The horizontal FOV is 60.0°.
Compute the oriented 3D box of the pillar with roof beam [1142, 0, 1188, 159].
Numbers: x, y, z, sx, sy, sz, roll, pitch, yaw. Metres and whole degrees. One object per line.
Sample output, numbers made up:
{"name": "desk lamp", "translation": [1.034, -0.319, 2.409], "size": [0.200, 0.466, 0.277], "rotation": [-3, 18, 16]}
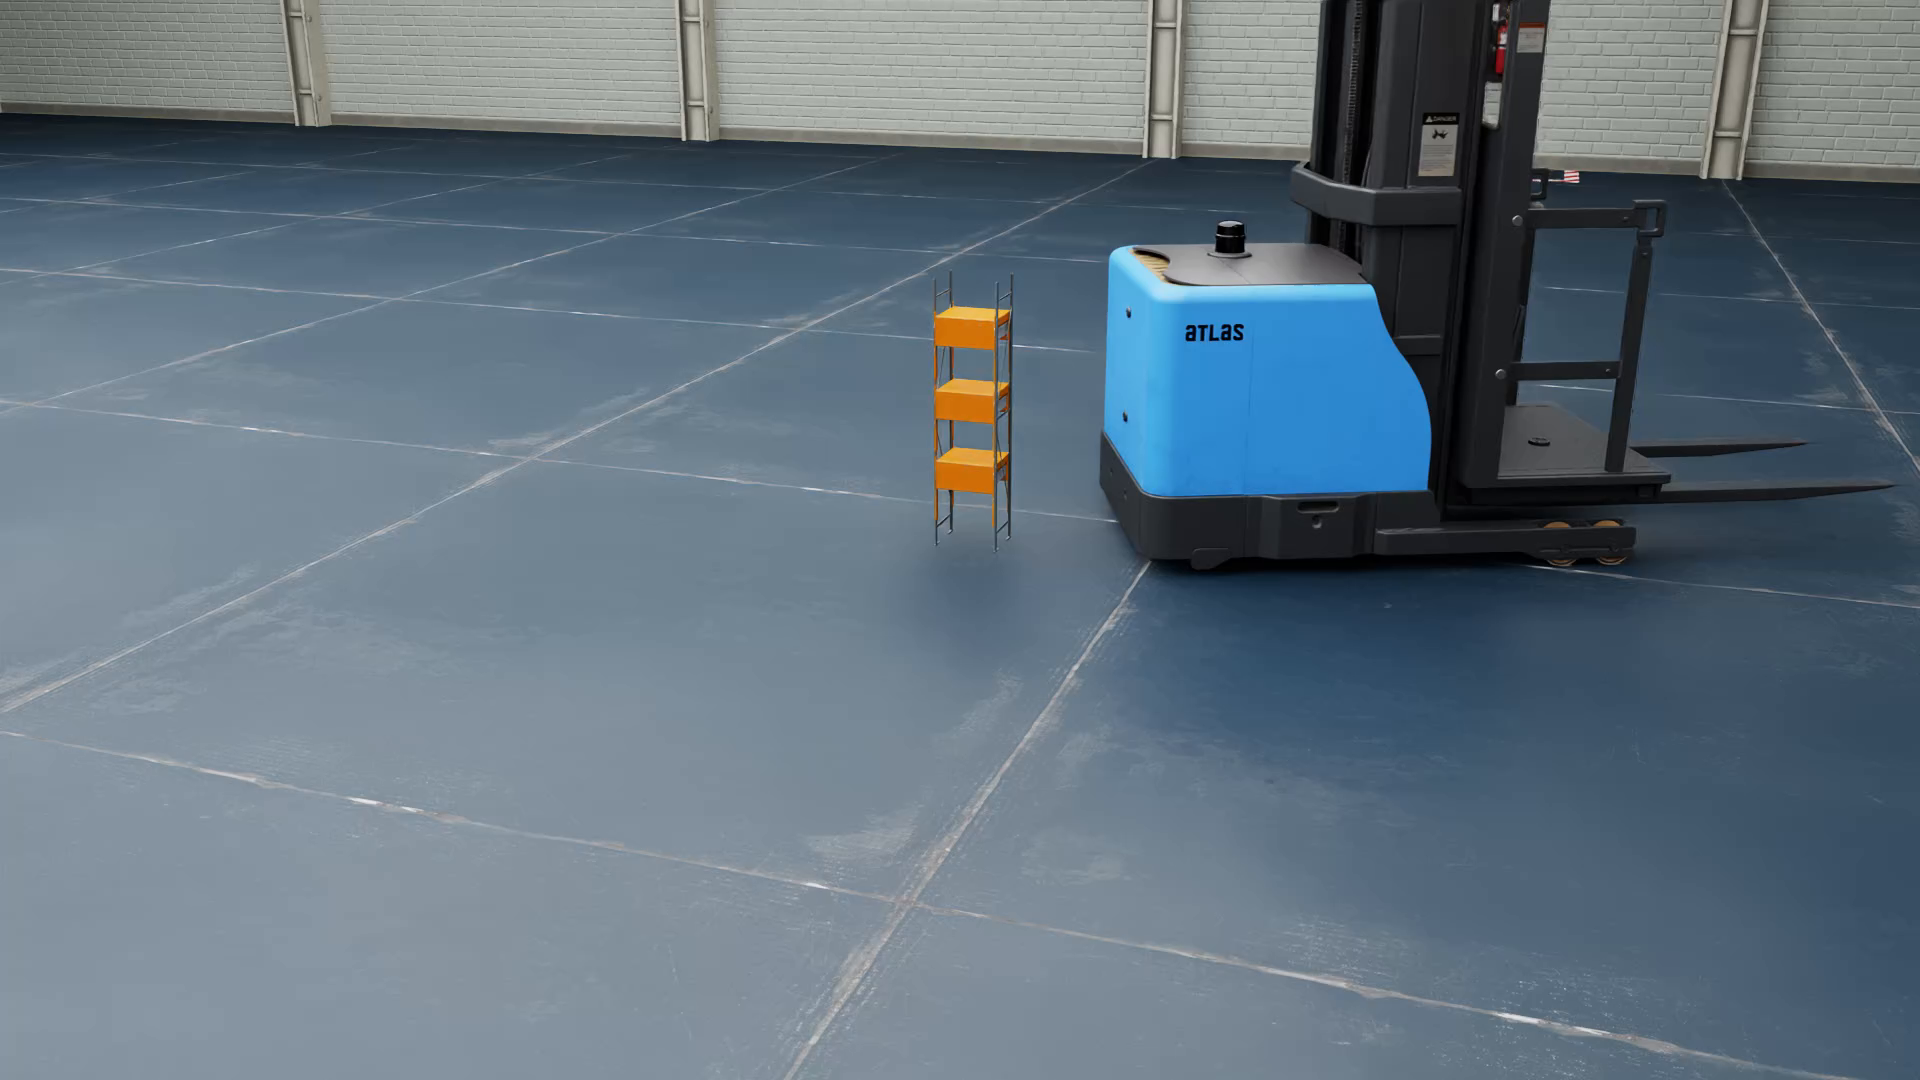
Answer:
{"name": "pillar with roof beam", "translation": [0.944, -7.384, 14.088], "size": [0.400, 9.000, 9.100], "rotation": [7, 20, 18]}

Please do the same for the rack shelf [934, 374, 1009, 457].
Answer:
{"name": "rack shelf", "translation": [0.051, -0.480, 6.390], "size": [0.240, 0.259, 0.215], "rotation": [7, 20, 18]}

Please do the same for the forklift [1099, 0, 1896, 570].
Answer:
{"name": "forklift", "translation": [2.136, -1.455, 6.298], "size": [3.031, 2.935, 1.130], "rotation": [-2, 19, -5]}

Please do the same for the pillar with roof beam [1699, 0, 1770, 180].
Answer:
{"name": "pillar with roof beam", "translation": [6.612, -6.736, 12.229], "size": [0.400, 9.000, 9.100], "rotation": [7, 20, 18]}

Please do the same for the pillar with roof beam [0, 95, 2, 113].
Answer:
{"name": "pillar with roof beam", "translation": [-16.059, -9.328, 19.666], "size": [0.400, 9.000, 9.100], "rotation": [7, 20, 18]}

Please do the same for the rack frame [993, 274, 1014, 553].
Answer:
{"name": "rack frame", "translation": [0.166, -0.477, 6.349], "size": [0.008, 1.050, 0.200], "rotation": [7, 20, 18]}

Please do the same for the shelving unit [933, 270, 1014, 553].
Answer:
{"name": "shelving unit", "translation": [0.051, -0.490, 6.387], "size": [0.252, 1.050, 0.215], "rotation": [7, 20, 18]}

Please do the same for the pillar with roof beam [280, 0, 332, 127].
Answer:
{"name": "pillar with roof beam", "translation": [-10.391, -8.680, 17.807], "size": [0.400, 9.000, 9.100], "rotation": [7, 20, 18]}

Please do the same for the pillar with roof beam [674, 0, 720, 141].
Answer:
{"name": "pillar with roof beam", "translation": [-4.724, -8.032, 15.948], "size": [0.400, 9.000, 9.100], "rotation": [7, 20, 18]}

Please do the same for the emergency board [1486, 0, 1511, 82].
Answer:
{"name": "emergency board", "translation": [5.703, -5.520, 17.856], "size": [0.643, 1.169, 0.194], "rotation": [7, 20, 18]}

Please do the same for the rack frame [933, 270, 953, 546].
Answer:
{"name": "rack frame", "translation": [-0.065, -0.503, 6.425], "size": [0.008, 1.050, 0.200], "rotation": [7, 20, 18]}

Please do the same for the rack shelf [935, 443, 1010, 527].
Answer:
{"name": "rack shelf", "translation": [0.051, -0.218, 6.482], "size": [0.240, 0.259, 0.215], "rotation": [7, 20, 18]}

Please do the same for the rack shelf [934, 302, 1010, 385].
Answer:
{"name": "rack shelf", "translation": [0.051, -0.748, 6.297], "size": [0.240, 0.259, 0.215], "rotation": [7, 20, 18]}
